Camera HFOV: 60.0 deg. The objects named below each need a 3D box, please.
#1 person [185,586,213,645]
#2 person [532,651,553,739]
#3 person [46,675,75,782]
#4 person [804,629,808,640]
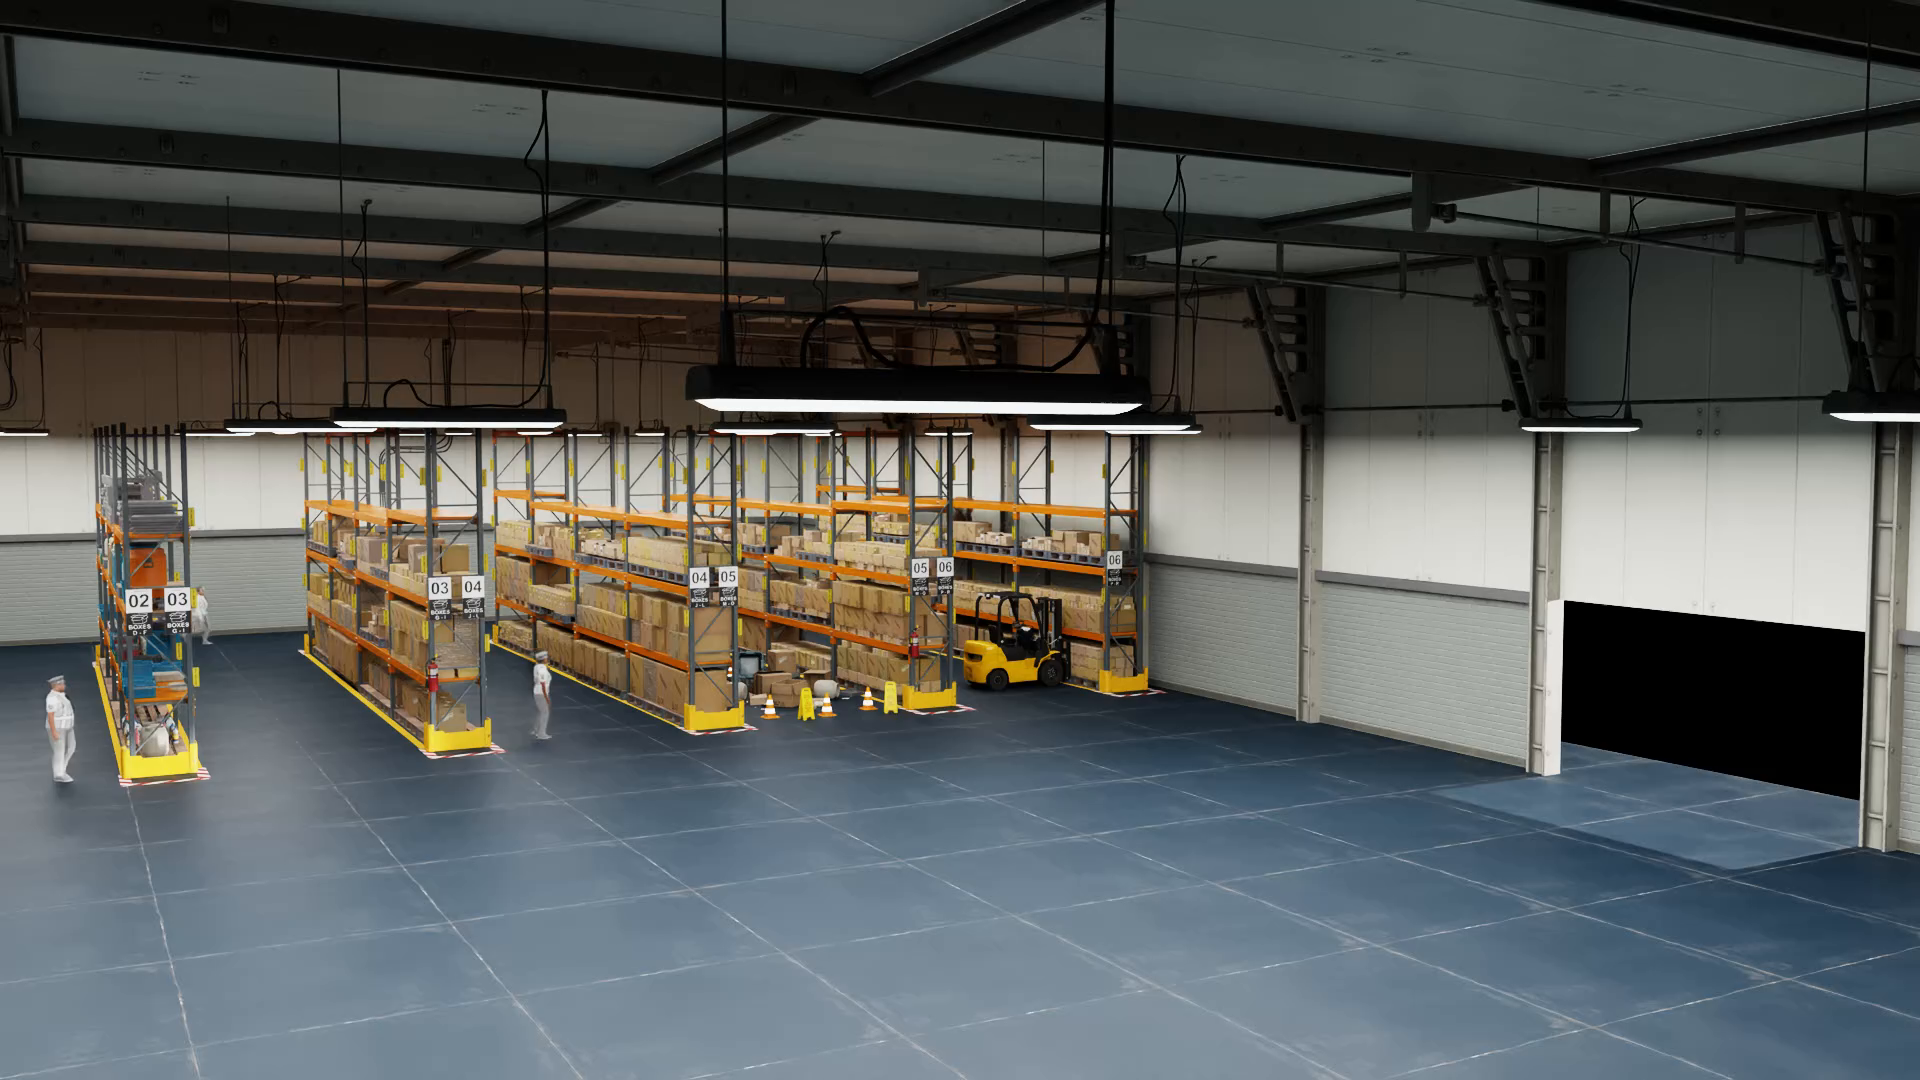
[{"bbox_3d":[-21.114,2.090,46.141,0.685,1.655,0.501,-1,3,-9],"label":"person"},{"bbox_3d":[-8.007,2.981,31.854,0.388,1.720,0.555,-1,4,-10],"label":"person"},{"bbox_3d":[-15.107,3.172,27.914,0.505,1.810,0.610,0,3,1],"label":"person"},{"bbox_3d":[-4.446,2.075,46.411,0.373,1.668,0.501,-3,4,-39],"label":"person"}]
